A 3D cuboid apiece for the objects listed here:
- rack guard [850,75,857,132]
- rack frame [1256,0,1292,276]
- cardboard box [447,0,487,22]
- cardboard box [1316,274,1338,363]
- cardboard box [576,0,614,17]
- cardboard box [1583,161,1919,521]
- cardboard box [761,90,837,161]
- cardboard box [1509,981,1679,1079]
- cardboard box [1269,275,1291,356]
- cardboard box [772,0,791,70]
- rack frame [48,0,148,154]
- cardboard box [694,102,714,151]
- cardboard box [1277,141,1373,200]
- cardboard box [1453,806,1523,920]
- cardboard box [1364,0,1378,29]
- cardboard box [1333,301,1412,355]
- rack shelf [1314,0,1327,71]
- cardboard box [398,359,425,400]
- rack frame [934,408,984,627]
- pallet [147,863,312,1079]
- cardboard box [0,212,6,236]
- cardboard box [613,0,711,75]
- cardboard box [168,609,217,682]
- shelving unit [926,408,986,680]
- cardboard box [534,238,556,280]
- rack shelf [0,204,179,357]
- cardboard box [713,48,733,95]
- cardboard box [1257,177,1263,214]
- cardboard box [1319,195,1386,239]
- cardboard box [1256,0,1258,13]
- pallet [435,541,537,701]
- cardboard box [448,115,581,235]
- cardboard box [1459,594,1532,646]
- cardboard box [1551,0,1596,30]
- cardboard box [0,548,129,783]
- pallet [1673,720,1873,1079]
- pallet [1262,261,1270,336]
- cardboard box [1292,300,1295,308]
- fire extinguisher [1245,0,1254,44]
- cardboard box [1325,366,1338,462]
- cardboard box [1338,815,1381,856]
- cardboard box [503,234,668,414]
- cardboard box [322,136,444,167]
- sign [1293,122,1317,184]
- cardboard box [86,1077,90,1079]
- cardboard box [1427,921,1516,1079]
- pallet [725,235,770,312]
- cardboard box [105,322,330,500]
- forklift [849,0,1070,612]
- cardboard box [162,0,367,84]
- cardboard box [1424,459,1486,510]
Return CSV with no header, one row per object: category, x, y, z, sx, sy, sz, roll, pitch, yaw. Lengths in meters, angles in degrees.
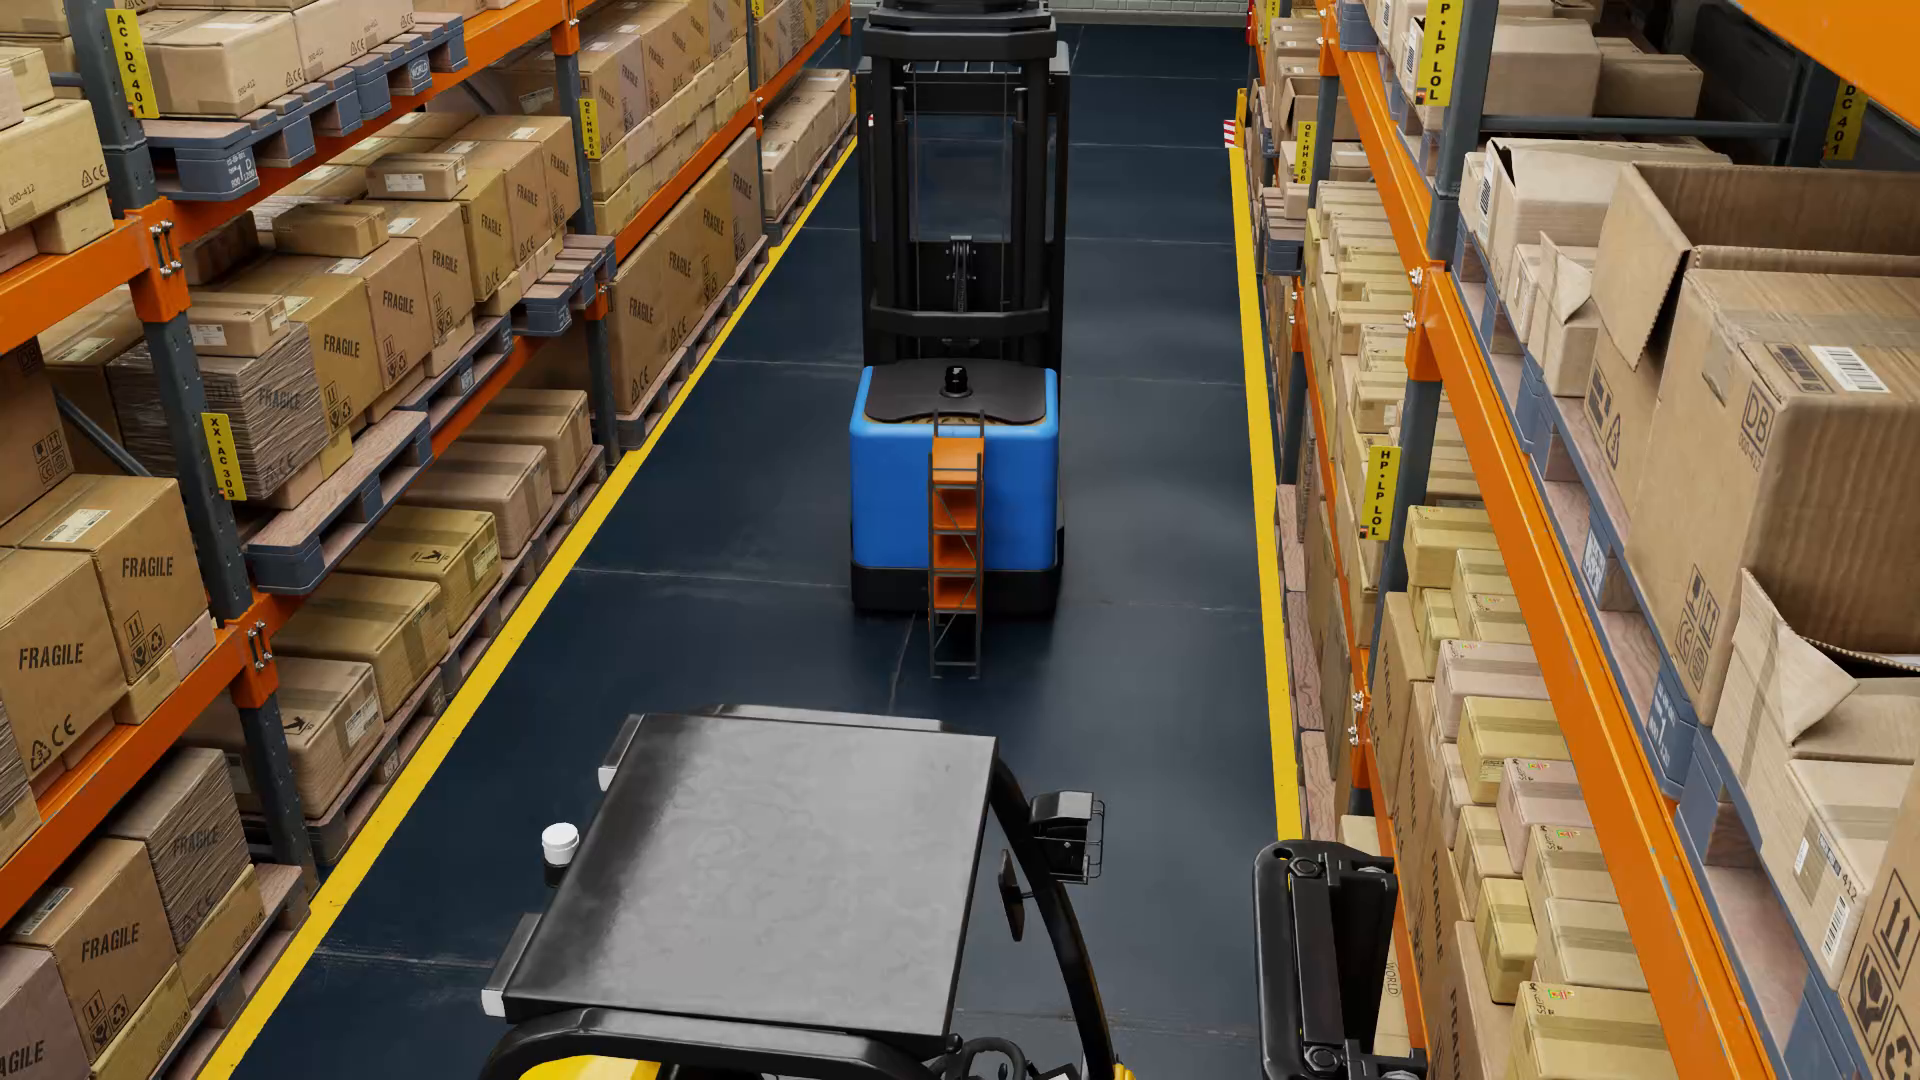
rack guard,-1.593,-4.490,17.057,1.175,0.500,0.348,3,28,6
rack frame,2.841,-3.409,12.416,1.000,3.000,0.127,3,28,6
cardboard box,-2.702,-2.732,7.891,0.700,0.500,0.500,3,28,6
cardboard box,1.910,-1.005,7.584,0.500,0.250,0.500,3,28,5
cardboard box,-2.581,-3.269,10.996,0.500,0.500,0.500,3,28,5
cardboard box,1.517,-0.328,2.876,0.797,0.503,0.637,4,29,8
cardboard box,-1.681,-3.888,15.563,0.875,0.438,0.875,4,29,8
cardboard box,1.262,0.991,3.145,0.380,0.149,0.250,4,29,7
cardboard box,2.368,-1.550,11.157,0.500,0.500,0.500,2,28,4
cardboard box,-1.703,-4.183,13.745,0.500,0.500,0.500,4,29,7
rack frame,-3.066,-2.572,4.535,1.000,3.000,0.127,3,28,6
cardboard box,-2.035,-2.928,11.681,0.500,0.250,0.500,3,28,5
cardboard box,2.159,-2.161,9.814,0.500,0.250,0.500,2,28,4
cardboard box,1.375,0.762,3.883,0.380,0.149,0.250,2,28,5
cardboard box,1.896,-2.314,6.567,0.500,0.500,0.500,4,29,7
cardboard box,1.765,-0.880,6.931,0.380,0.149,0.250,3,28,5
rack shelf,2.596,-3.472,10.128,1.077,0.370,4.000,3,28,6
cardboard box,-2.581,-0.736,7.276,0.380,0.149,0.250,4,29,7
rack frame,-0.005,-0.093,8.158,0.240,1.200,0.015,1,28,2
pallet,-3.113,1.615,6.029,1.003,0.211,1.213,3,28,6
cardboard box,-2.914,-0.855,4.356,0.500,0.250,0.500,3,28,5
cardboard box,-2.029,-3.474,11.376,0.500,0.500,0.500,4,29,8
cardboard box,-2.803,0.349,5.704,0.380,0.149,0.250,3,28,6
shelving unit,-0.014,0.023,7.943,0.258,1.200,0.503,1,28,2
cardboard box,-2.330,-1.468,8.634,0.380,0.149,0.250,3,28,6
rack shelf,-3.311,0.007,3.670,1.077,0.370,4.000,3,28,6
cardboard box,-1.952,-3.393,12.016,0.500,0.250,0.500,4,29,7
cardboard box,2.662,-2.838,13.795,0.396,0.266,0.258,4,29,8
cardboard box,1.988,-1.598,8.263,0.380,0.149,0.250,4,29,7
cardboard box,2.947,-4.922,15.068,0.500,0.250,0.500,4,29,7
pallet,-2.825,0.355,8.369,1.003,0.211,1.213,3,28,6
cardboard box,-2.356,-1.943,8.832,0.500,0.500,0.500,3,28,5
cardboard box,1.563,0.277,4.470,0.380,0.149,0.250,3,28,5
cardboard box,2.166,-1.967,6.273,0.380,0.166,0.250,3,28,6
cardboard box,-2.930,0.361,4.998,0.500,0.500,0.500,4,29,8
pallet,1.483,0.626,1.856,1.003,0.211,1.213,3,28,6
pallet,2.779,-1.797,12.363,1.003,0.211,1.213,3,28,6
cardboard box,2.239,-1.395,10.186,0.380,0.149,0.250,2,28,5
fire extinguisher,2.890,-5.190,16.196,0.296,0.674,0.183,3,28,6
cardboard box,1.866,-0.543,7.253,0.500,0.250,0.500,4,29,8
cardboard box,1.490,1.151,5.353,0.500,0.250,0.500,3,28,5
cardboard box,-2.409,-1.383,10.452,0.875,0.875,0.875,3,28,6
cardboard box,-2.917,-1.729,8.435,0.500,0.500,0.500,5,29,9
sign,1.811,-2.029,8.716,0.100,0.325,0.005,3,28,6
cardboard box,-2.994,1.879,5.055,0.500,0.250,0.500,4,29,7
cardboard box,1.356,1.226,3.706,0.500,0.500,0.500,4,29,7
pallet,-2.105,-2.101,12.927,1.003,0.211,1.213,3,28,6
cardboard box,-2.724,-0.494,6.143,0.500,0.500,0.500,4,29,7
forklift,0.024,-1.585,9.102,1.130,2.935,3.031,1,28,2
cardboard box,-2.535,-1.860,6.093,0.500,0.250,0.500,3,28,6
cardboard box,1.682,-0.147,5.571,0.380,0.149,0.250,4,29,8
